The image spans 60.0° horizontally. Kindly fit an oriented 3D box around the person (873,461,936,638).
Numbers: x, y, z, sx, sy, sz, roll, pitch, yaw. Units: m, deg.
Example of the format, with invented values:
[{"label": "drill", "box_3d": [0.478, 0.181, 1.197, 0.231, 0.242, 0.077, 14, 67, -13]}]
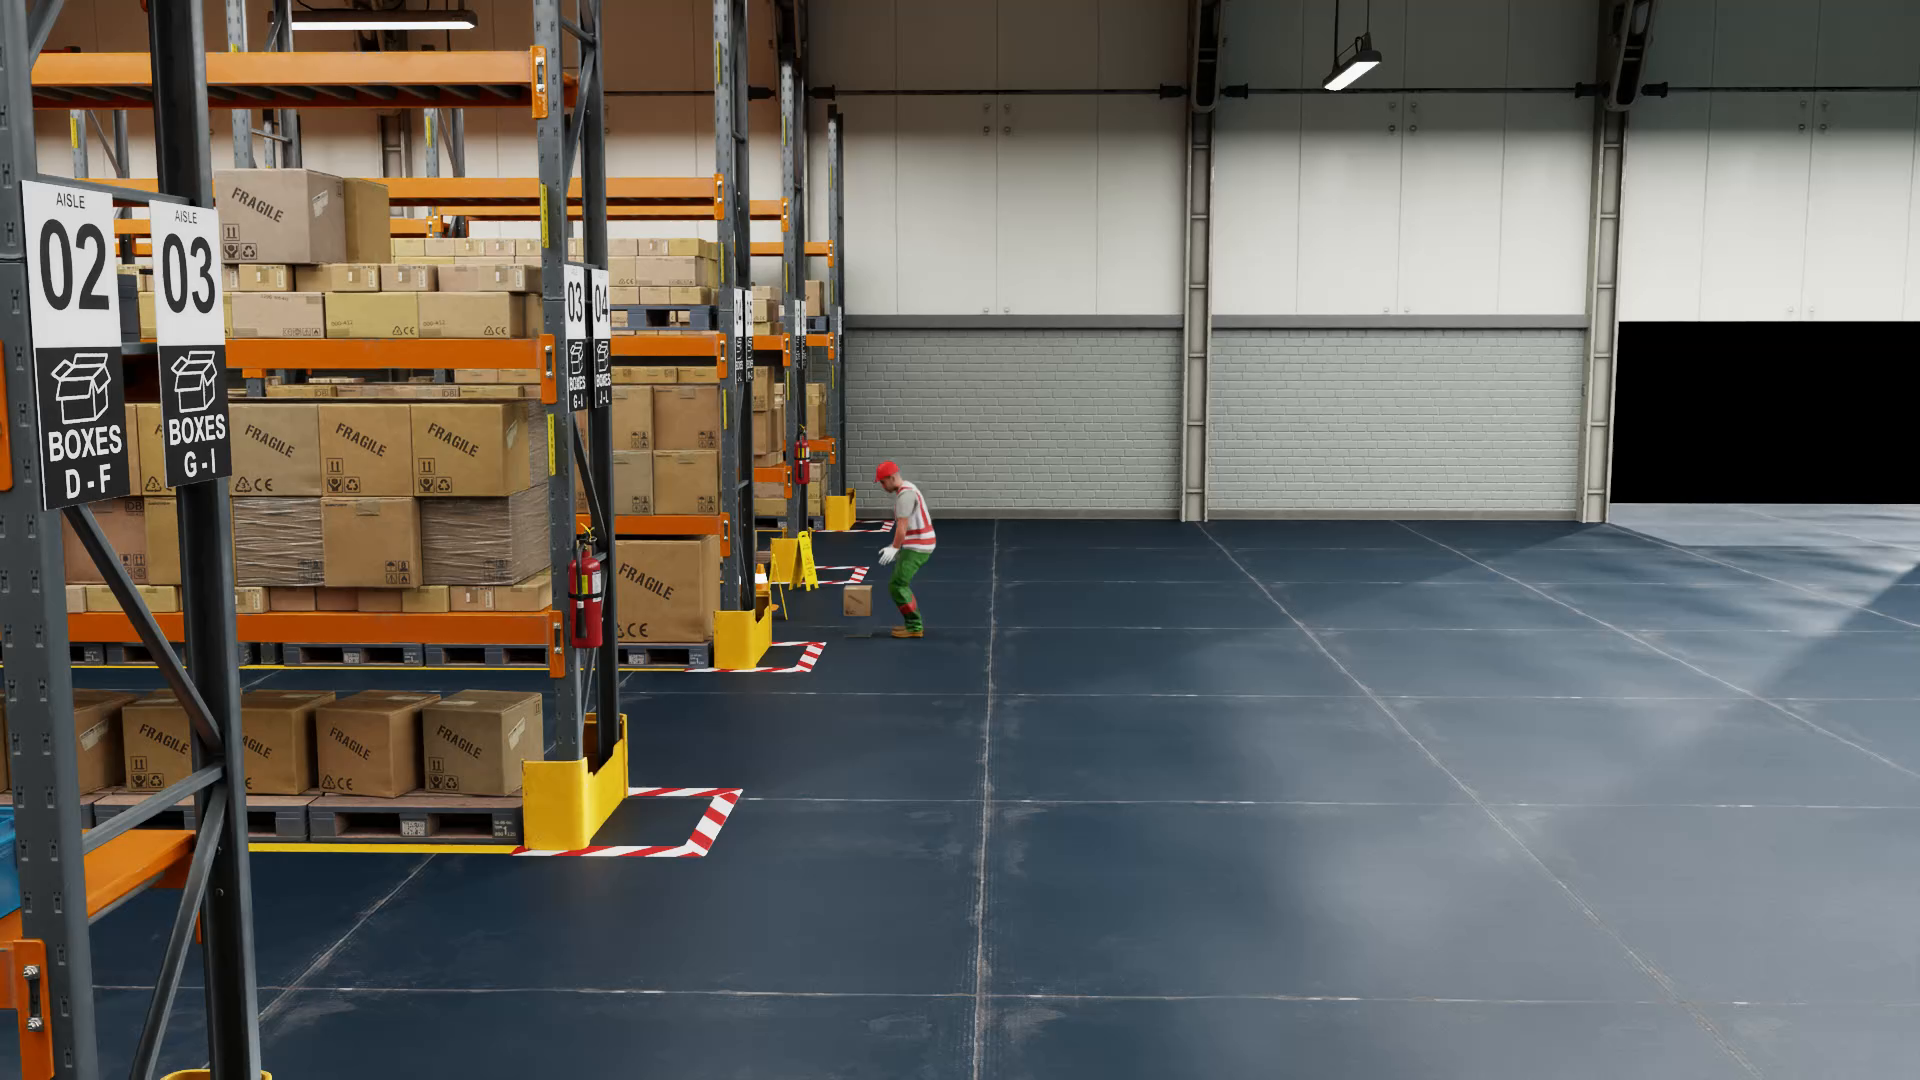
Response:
[{"label": "person", "box_3d": [-0.520, 0.086, 15.567, 0.580, 1.647, 0.564, 0, 7, 2]}]
